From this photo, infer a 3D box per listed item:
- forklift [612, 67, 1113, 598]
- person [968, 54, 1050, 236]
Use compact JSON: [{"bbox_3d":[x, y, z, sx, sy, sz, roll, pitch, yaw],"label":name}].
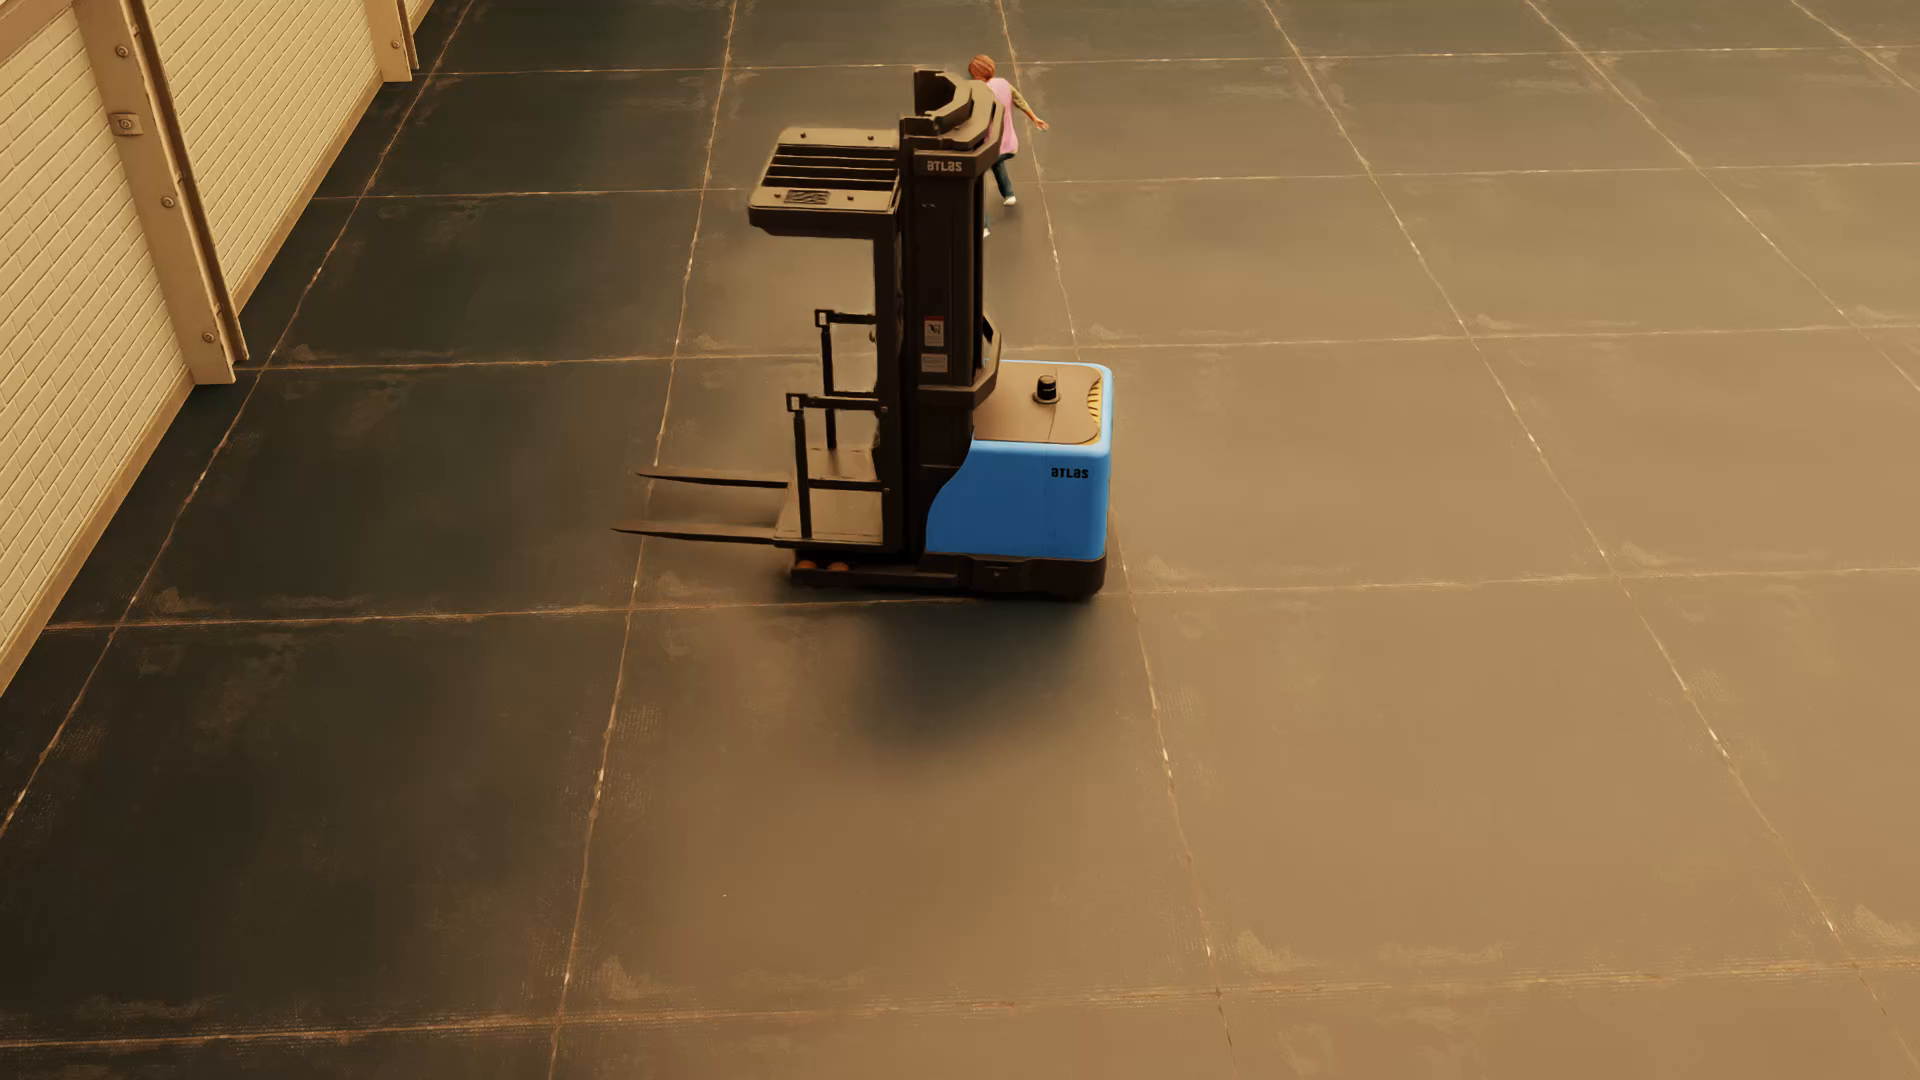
[{"bbox_3d":[-0.605,-1.190,9.644,3.031,2.935,1.130,3,36,4],"label":"forklift"},{"bbox_3d":[0.287,-3.267,13.858,0.507,1.501,0.957,24,42,29],"label":"person"}]
